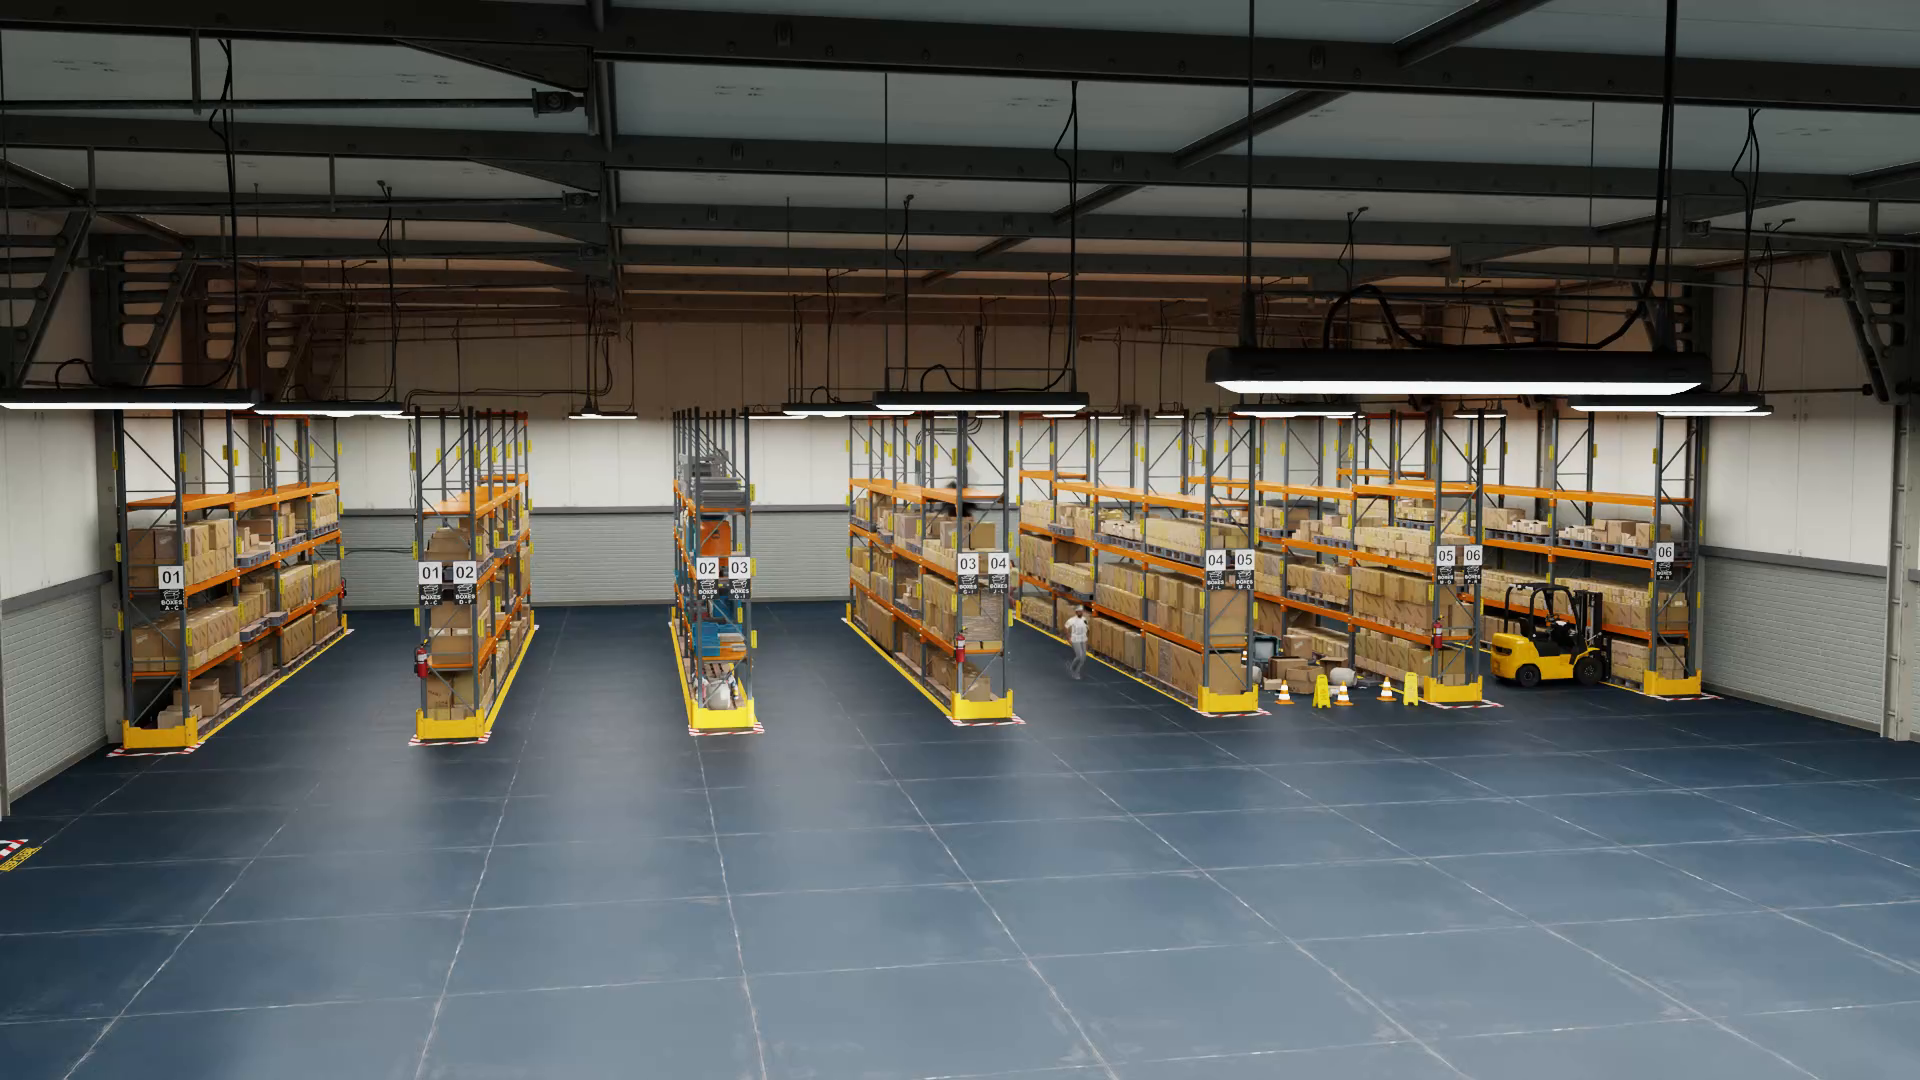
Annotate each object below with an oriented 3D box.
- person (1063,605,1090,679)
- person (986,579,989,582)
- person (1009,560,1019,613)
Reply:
[{"bbox_3d":[2.640,2.258,36.765,0.552,1.660,0.633,-2,5,-29],"label":"person"},{"bbox_3d":[0.897,1.355,49.444,0.800,1.726,0.783,-2,4,-23],"label":"person"},{"bbox_3d":[1.543,1.390,49.650,0.621,1.614,0.611,-2,4,-23],"label":"person"}]
